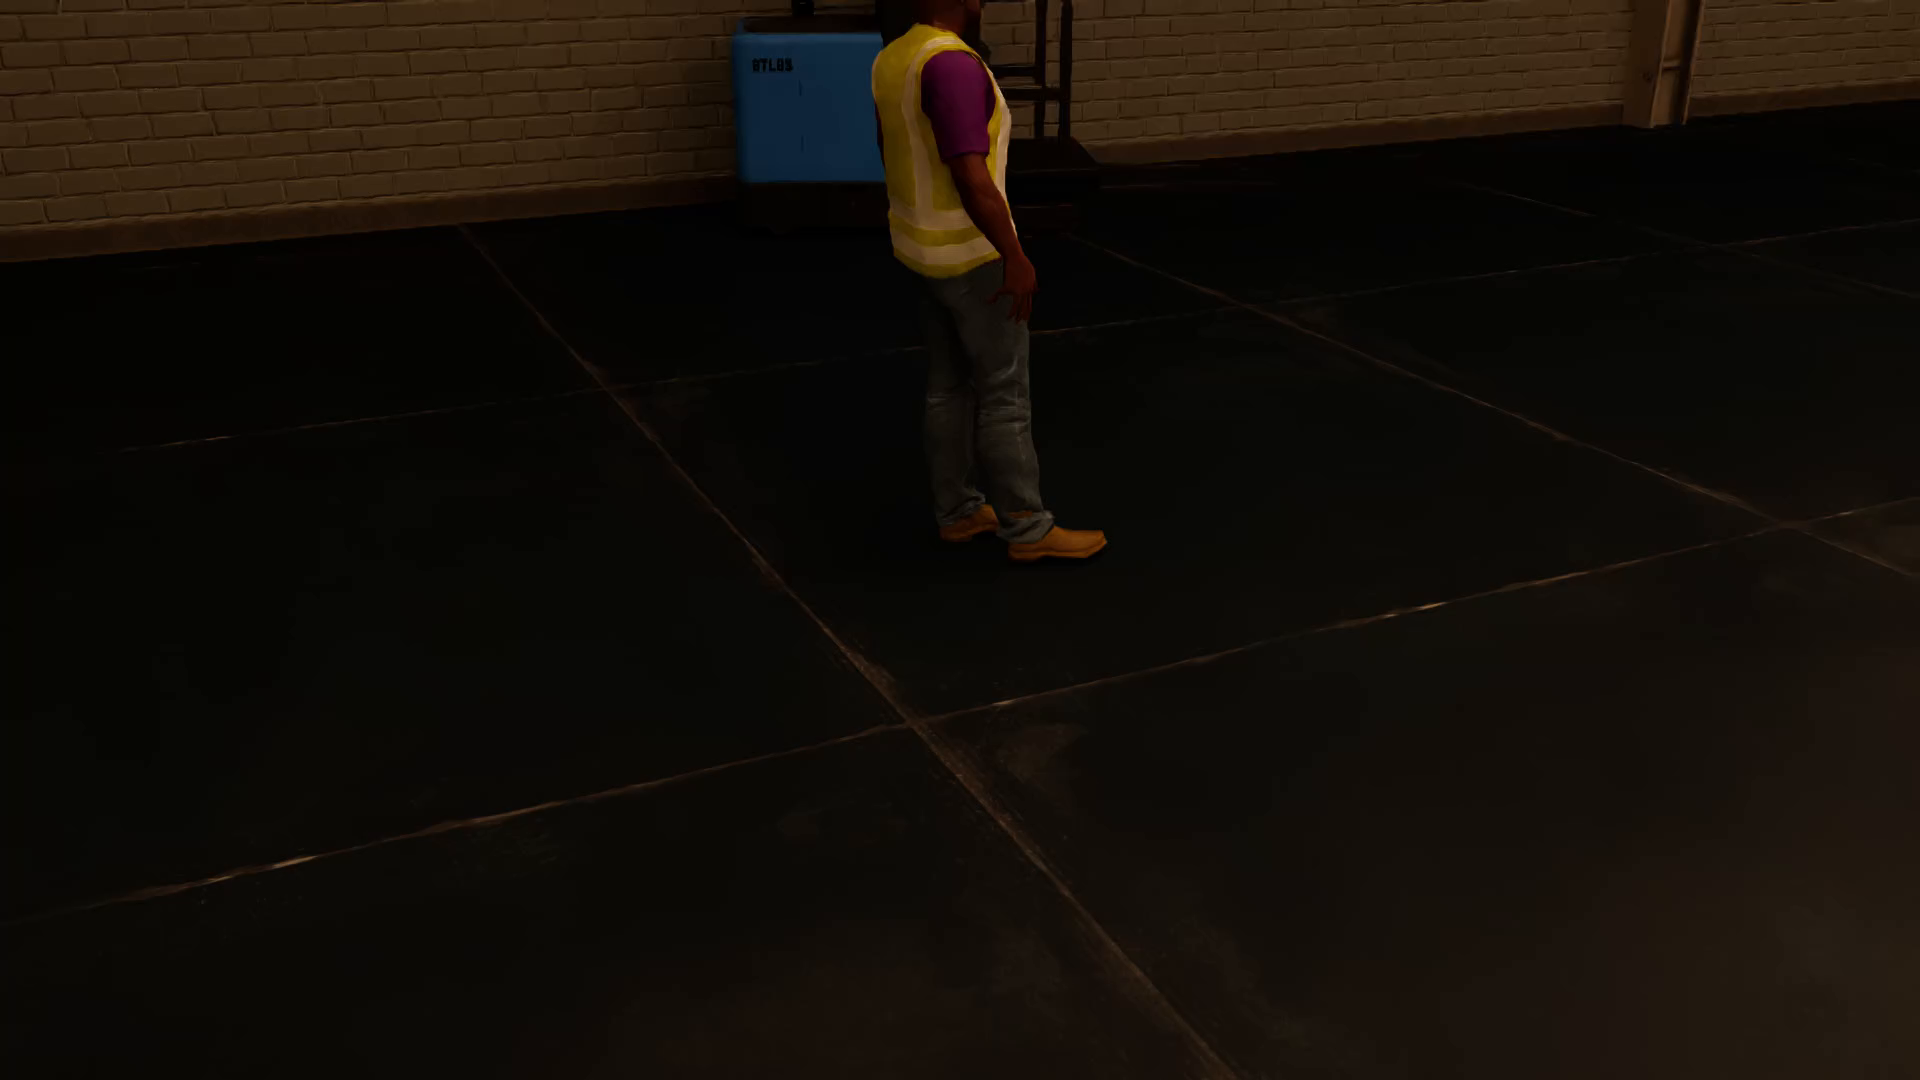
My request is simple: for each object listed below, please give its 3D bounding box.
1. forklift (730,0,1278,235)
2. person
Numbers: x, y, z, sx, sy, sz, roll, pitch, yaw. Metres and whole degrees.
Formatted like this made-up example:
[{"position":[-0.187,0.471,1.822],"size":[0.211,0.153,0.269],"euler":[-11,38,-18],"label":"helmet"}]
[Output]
[{"position":[0.254,-3.228,9.057],"size":[3.031,2.935,1.130],"euler":[-2,23,-5],"label":"forklift"},{"position":[0.065,-0.831,4.788],"size":[0.576,1.766,0.665],"euler":[-10,25,-23],"label":"person"}]
